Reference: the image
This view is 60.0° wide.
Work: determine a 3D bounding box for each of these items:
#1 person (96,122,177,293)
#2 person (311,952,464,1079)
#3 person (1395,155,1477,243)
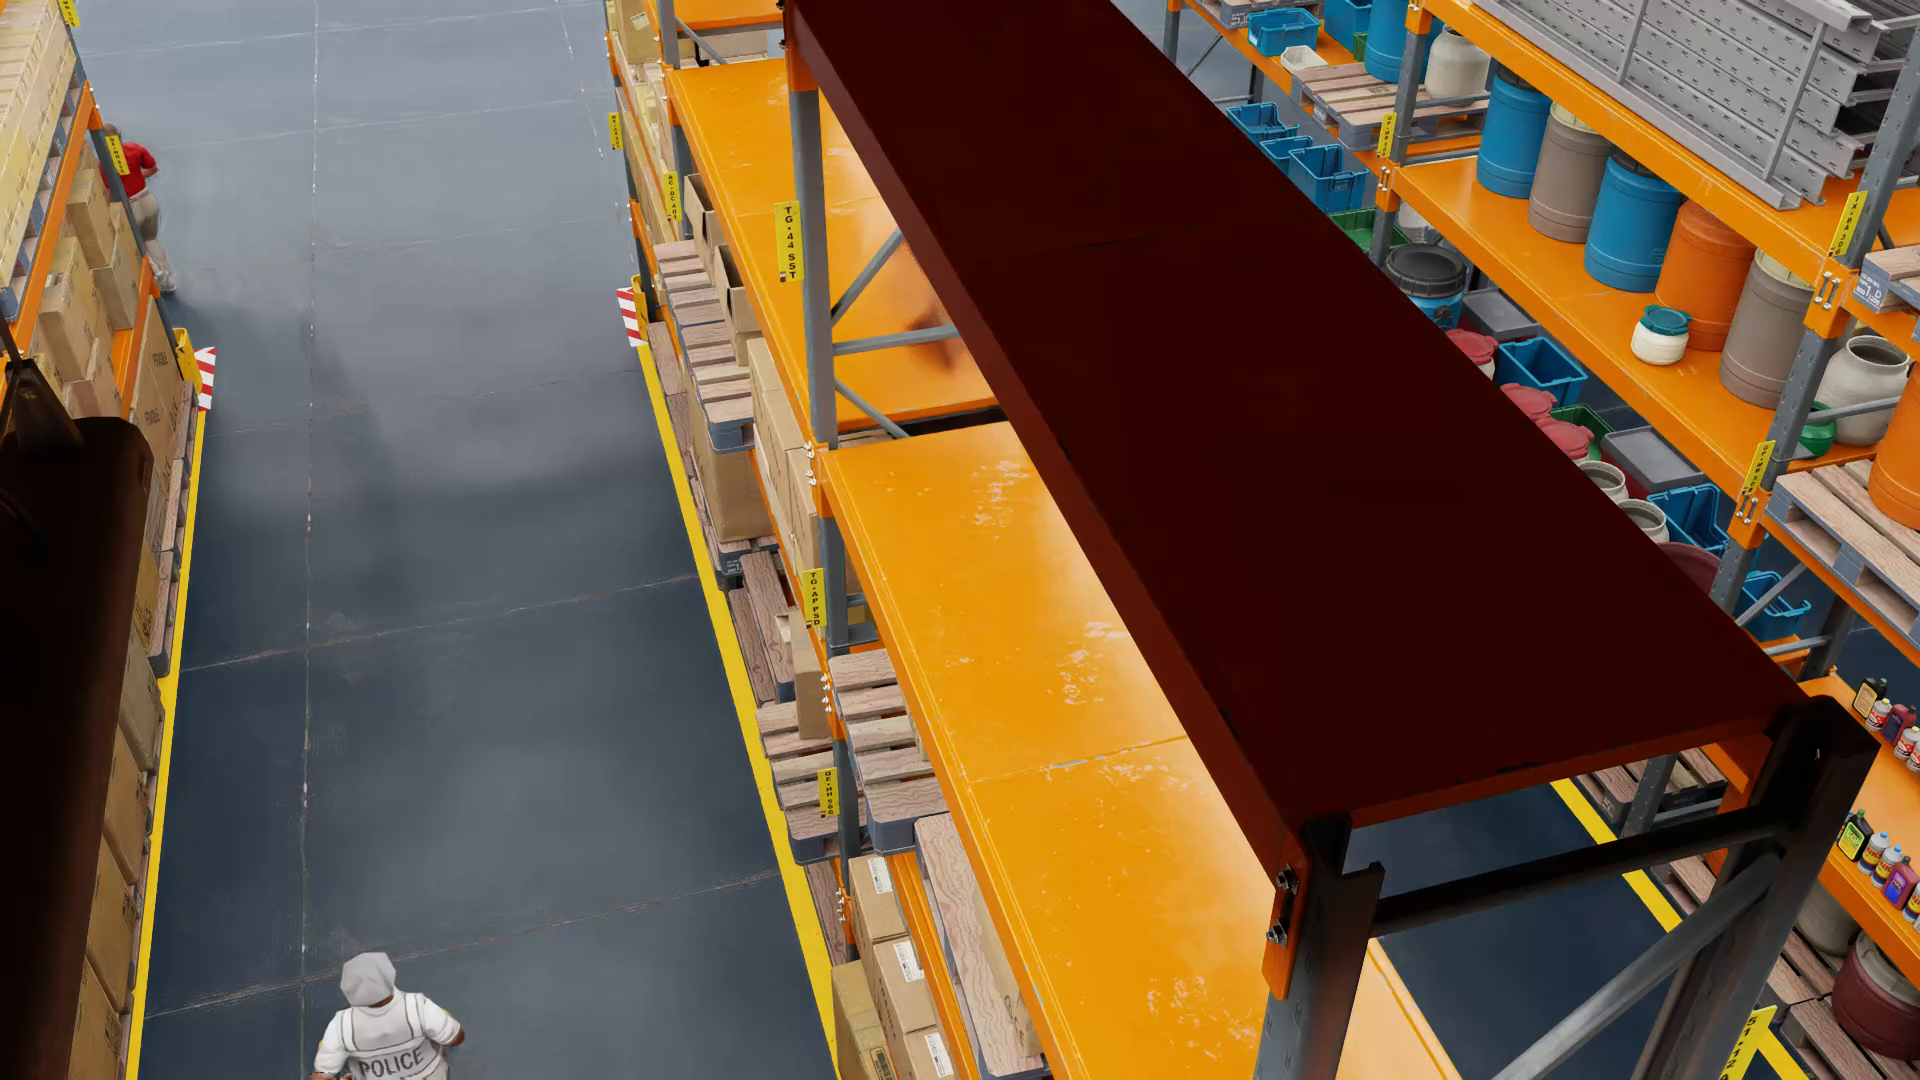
[{"bbox_3d":[-7.641,-3.063,15.335,0.587,1.692,0.671,18,42,22],"label":"person"},{"bbox_3d":[-2.739,2.621,8.132,0.698,1.738,0.586,-12,40,-15],"label":"person"},{"bbox_3d":[4.254,-3.122,15.345,0.668,1.842,0.825,-26,45,-29],"label":"person"}]
